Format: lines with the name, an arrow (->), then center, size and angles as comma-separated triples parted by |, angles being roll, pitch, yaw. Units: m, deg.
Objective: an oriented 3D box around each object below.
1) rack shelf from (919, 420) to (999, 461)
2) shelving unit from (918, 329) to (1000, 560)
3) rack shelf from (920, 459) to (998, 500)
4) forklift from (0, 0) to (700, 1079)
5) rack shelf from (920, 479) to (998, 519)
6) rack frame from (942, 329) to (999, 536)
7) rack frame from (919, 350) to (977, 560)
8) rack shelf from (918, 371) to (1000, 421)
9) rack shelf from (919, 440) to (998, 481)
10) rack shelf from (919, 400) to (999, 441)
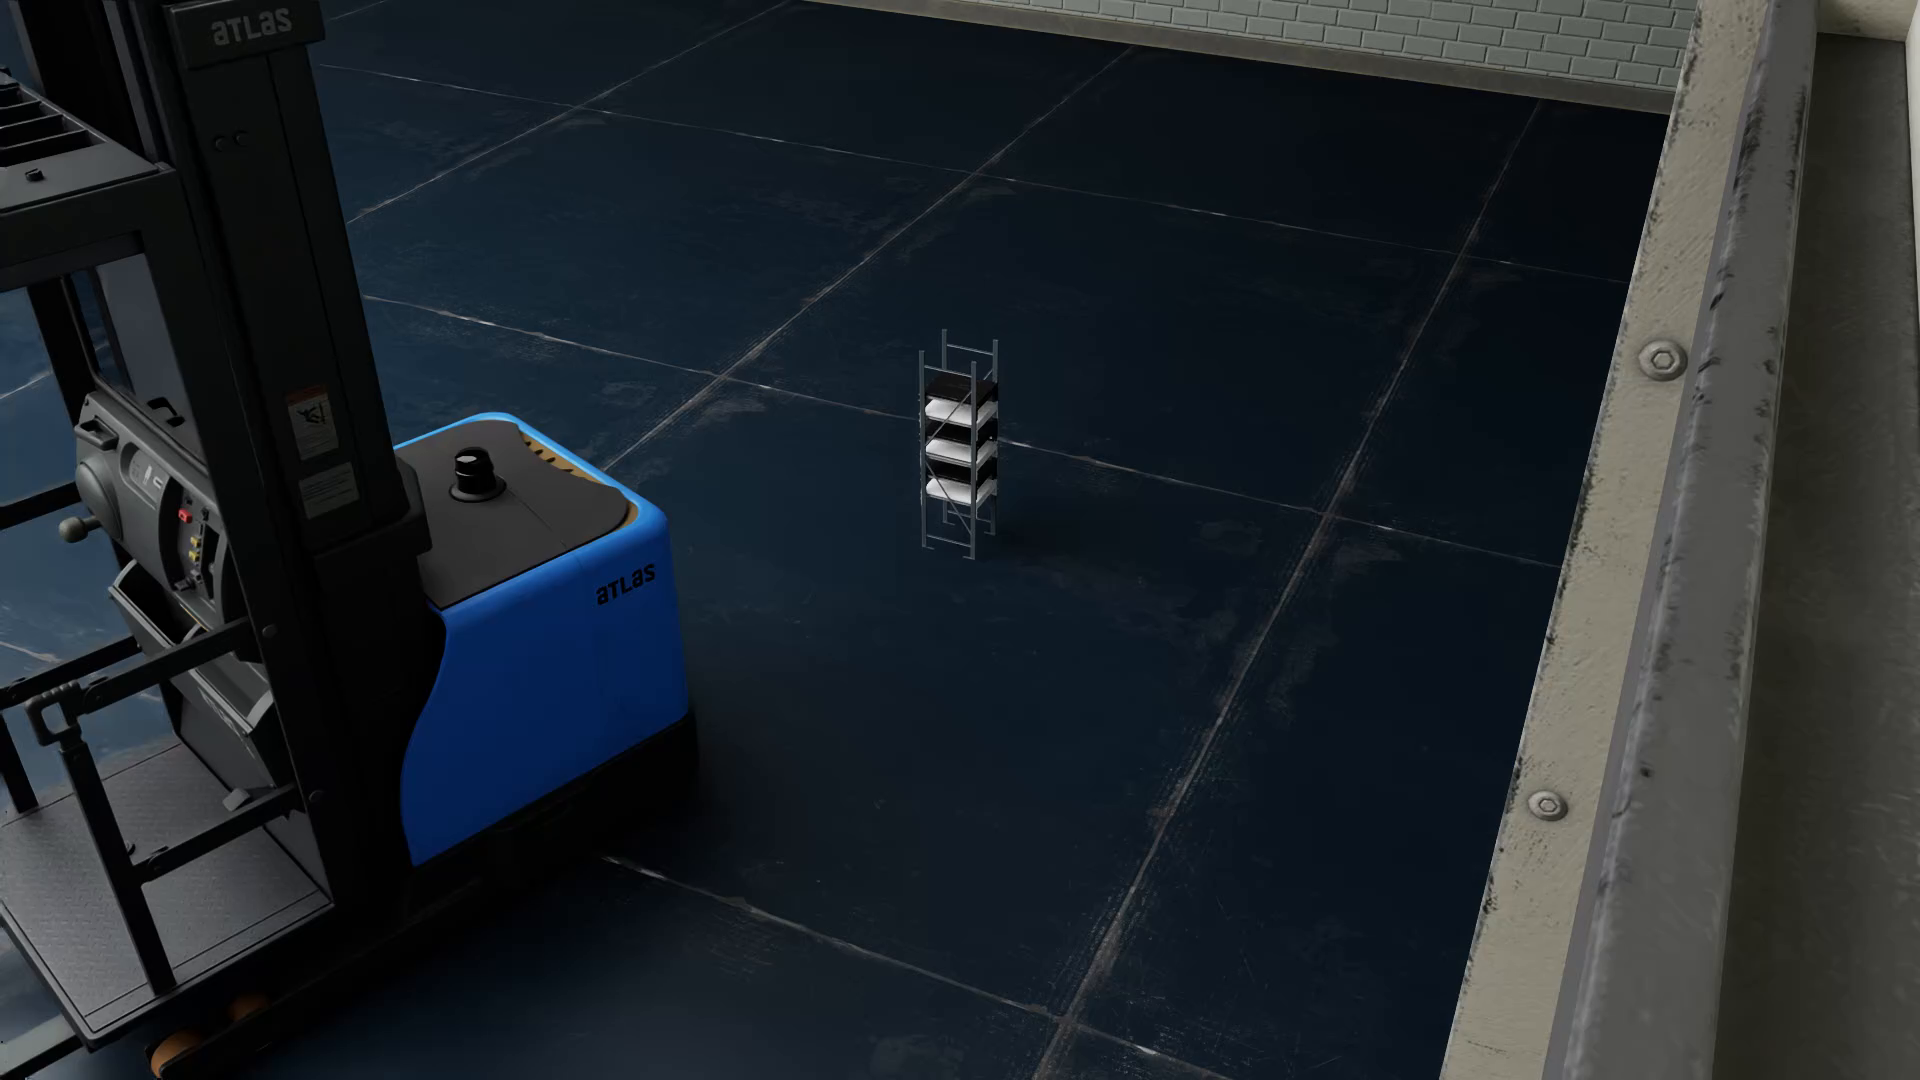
rack shelf -> -0.003, -0.420, 6.616 | 0.258, 0.077, 0.200 | 14, 36, 20
shelving unit -> -0.003, -0.372, 6.647 | 0.258, 0.900, 0.210 | 14, 36, 20
rack shelf -> -0.003, -0.269, 6.714 | 0.258, 0.077, 0.200 | 14, 36, 20
forklift -> -2.280, -0.029, 4.271 | 3.031, 2.935, 1.130 | -28, 43, -36
rack shelf -> -0.003, -0.194, 6.764 | 0.258, 0.077, 0.200 | 14, 36, 20
rack frame -> 0.039, -0.423, 6.724 | 0.240, 0.900, 0.006 | 14, 36, 20
rack frame -> -0.046, -0.322, 6.570 | 0.240, 0.900, 0.006 | 14, 36, 20
rack shelf -> -0.003, -0.570, 6.517 | 0.258, 0.077, 0.200 | 14, 36, 20
rack shelf -> -0.003, -0.344, 6.665 | 0.258, 0.077, 0.200 | 14, 36, 20
rack shelf -> -0.003, -0.495, 6.566 | 0.258, 0.077, 0.200 | 14, 36, 20
